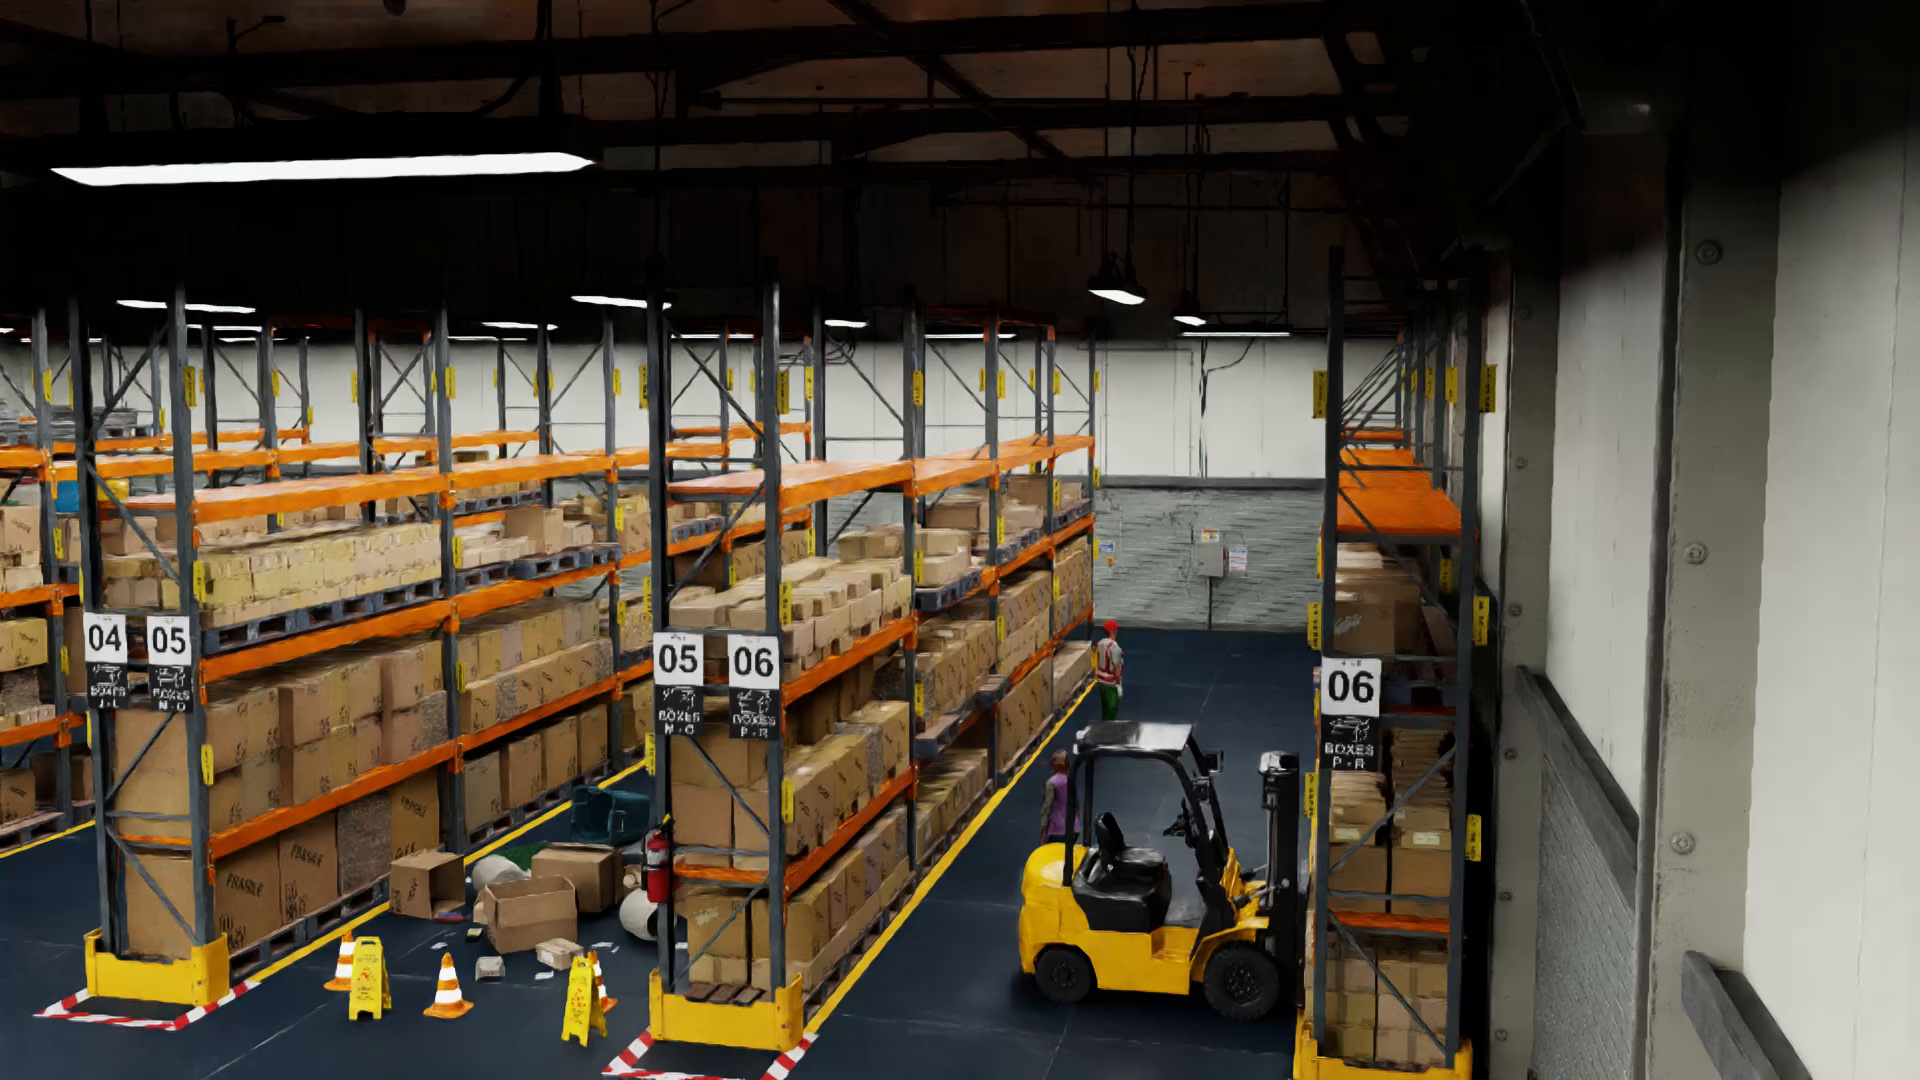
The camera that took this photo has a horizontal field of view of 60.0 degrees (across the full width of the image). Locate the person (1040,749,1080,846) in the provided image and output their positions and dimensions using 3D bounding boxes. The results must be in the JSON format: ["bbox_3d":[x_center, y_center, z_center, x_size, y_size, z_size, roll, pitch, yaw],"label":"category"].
[{"bbox_3d":[0.942,2.766,15.783,0.509,1.592,0.507,5,8,43],"label":"person"}]

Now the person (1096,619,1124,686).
[{"bbox_3d":[2.106,1.967,22.677,0.438,1.789,0.549,-2,6,-18],"label":"person"}]
